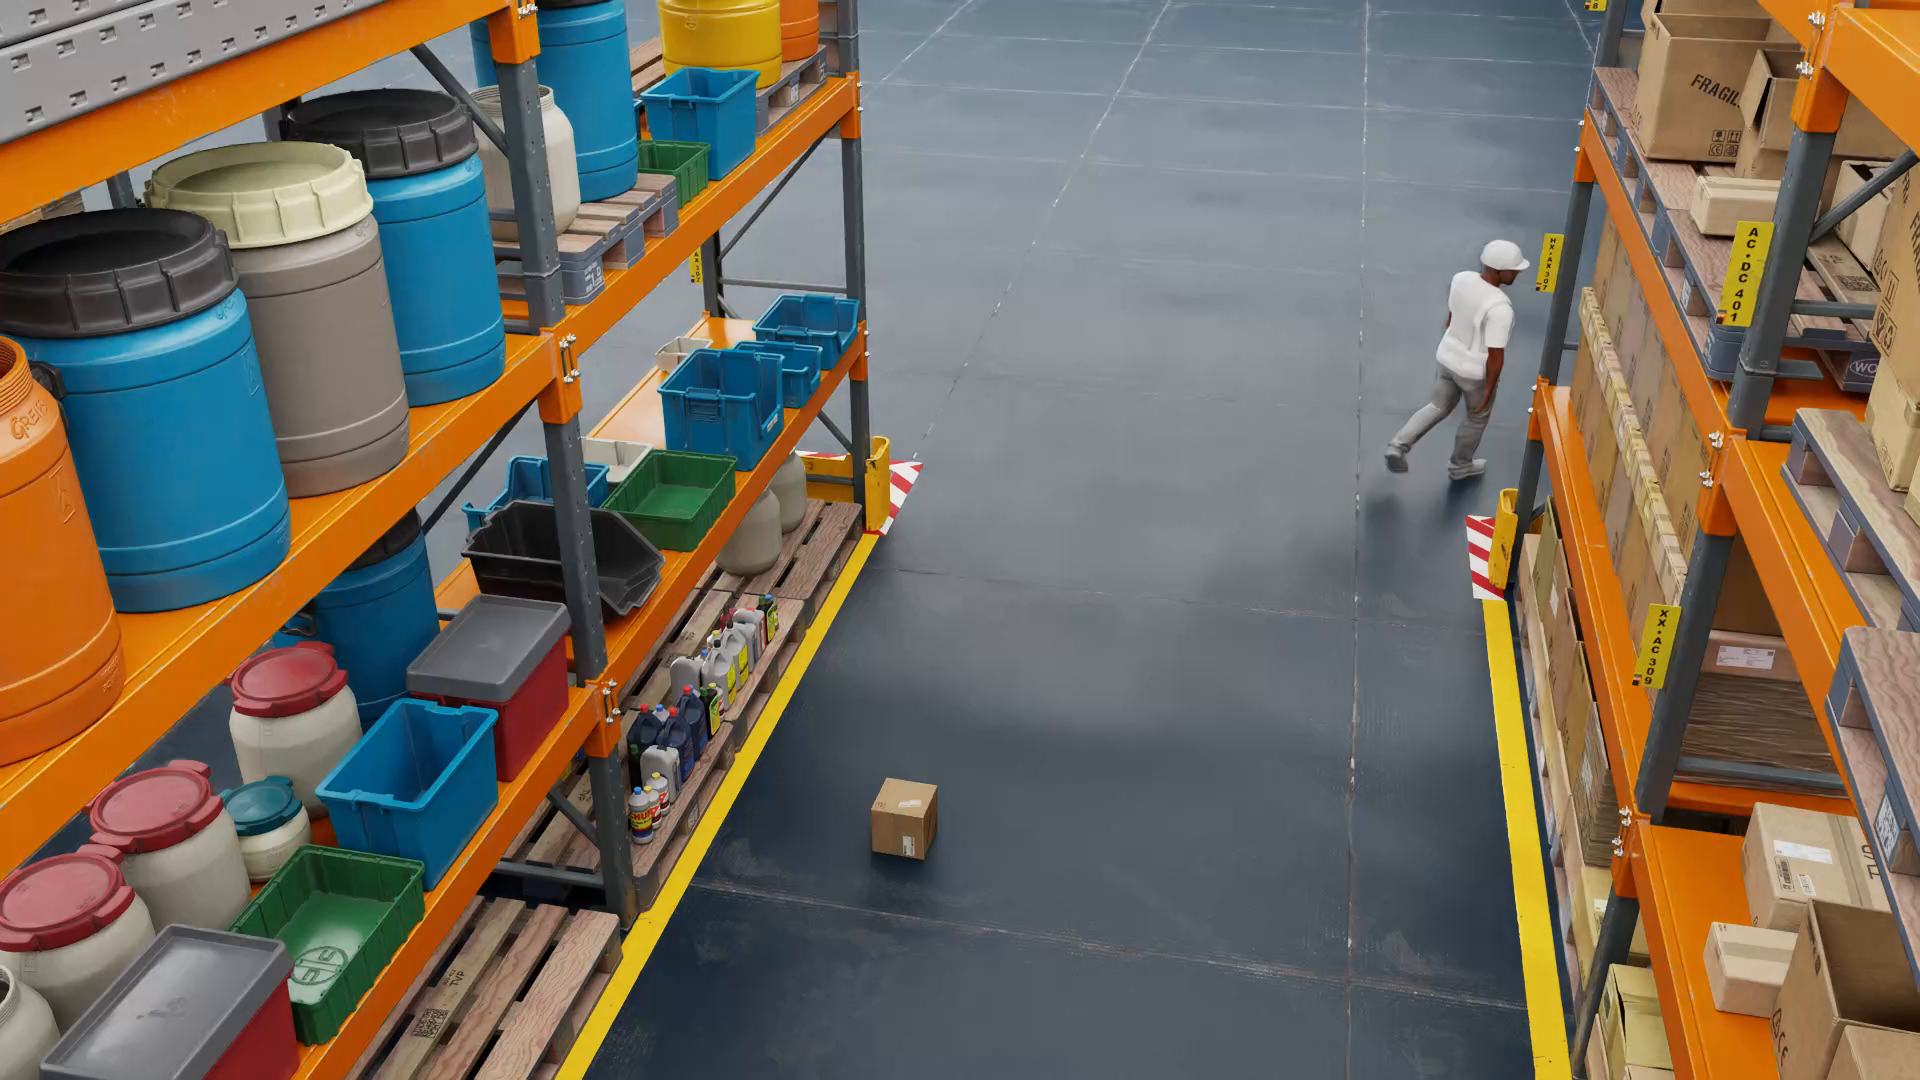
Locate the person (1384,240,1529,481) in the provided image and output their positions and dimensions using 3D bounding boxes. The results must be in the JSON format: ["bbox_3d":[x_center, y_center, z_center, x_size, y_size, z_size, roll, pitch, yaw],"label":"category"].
[{"bbox_3d":[3.211,-1.112,10.631,0.847,1.733,0.669,-13,31,-22],"label":"person"}]
